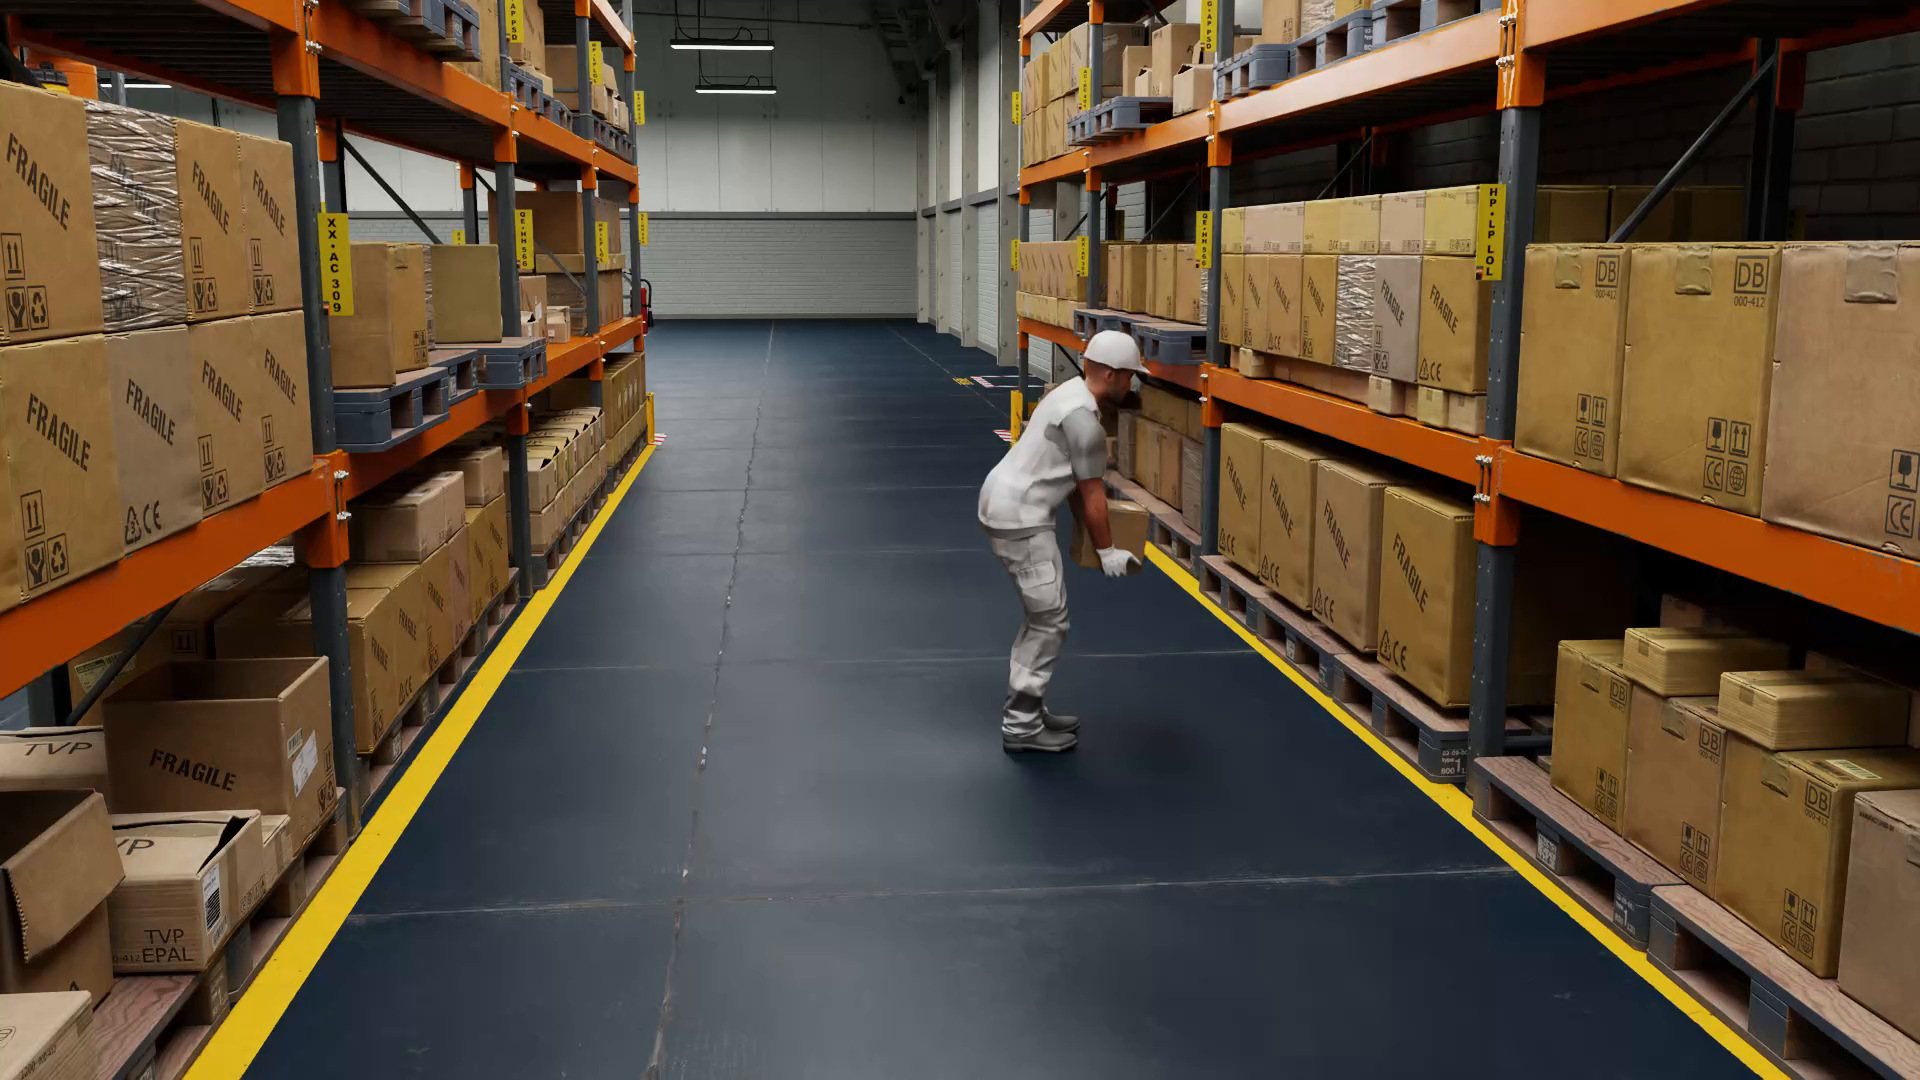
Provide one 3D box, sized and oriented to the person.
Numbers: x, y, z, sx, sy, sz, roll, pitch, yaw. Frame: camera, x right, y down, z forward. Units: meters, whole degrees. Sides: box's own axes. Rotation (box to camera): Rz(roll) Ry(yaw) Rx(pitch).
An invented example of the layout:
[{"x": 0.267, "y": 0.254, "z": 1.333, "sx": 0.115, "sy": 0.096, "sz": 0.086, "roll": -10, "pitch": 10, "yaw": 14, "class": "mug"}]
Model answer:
[{"x": 0.370, "y": -0.060, "z": 6.689, "sx": 0.564, "sy": 1.781, "sz": 0.495, "roll": -1, "pitch": 10, "yaw": -7, "class": "person"}]
